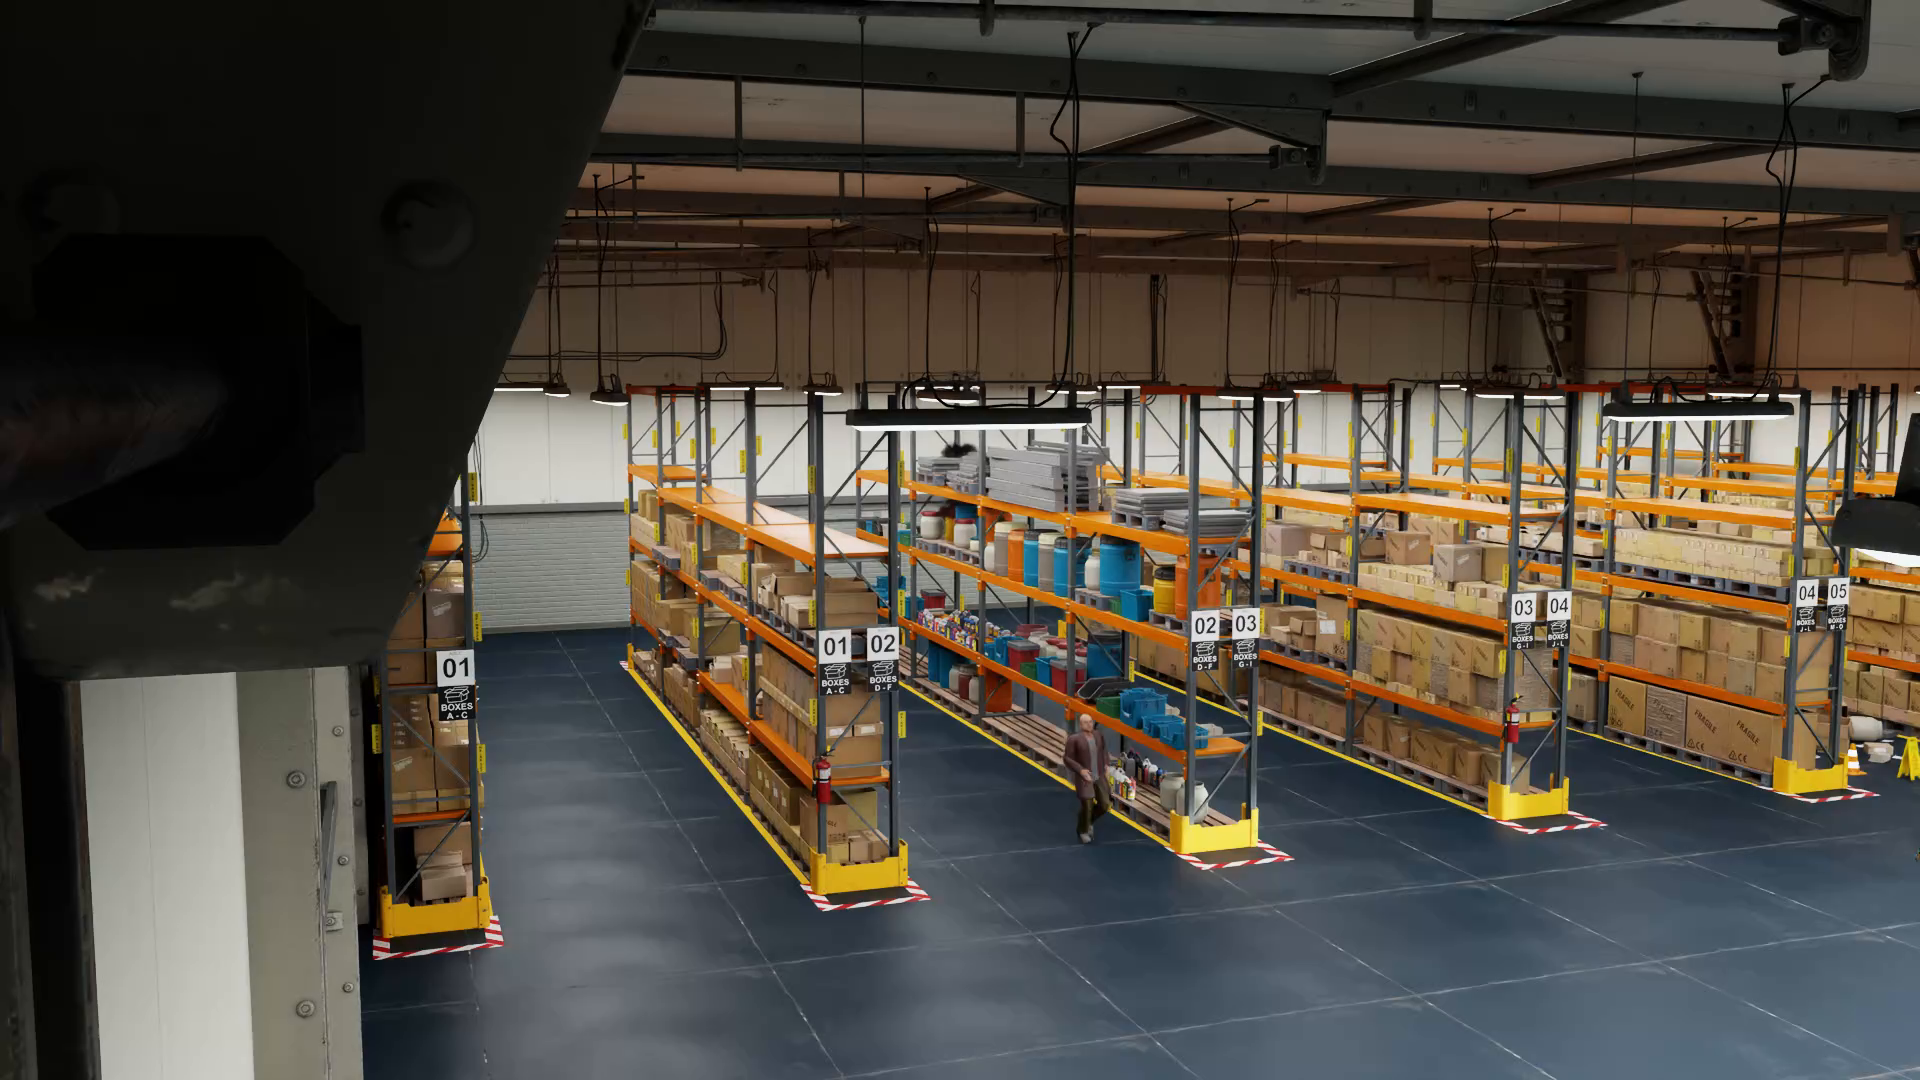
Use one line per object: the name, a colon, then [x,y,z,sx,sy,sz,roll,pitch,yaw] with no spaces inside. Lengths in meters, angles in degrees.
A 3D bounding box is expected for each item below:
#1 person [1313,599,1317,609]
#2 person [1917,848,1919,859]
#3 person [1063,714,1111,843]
person: [8.882,1.368,40.812,0.527,1.568,0.552,3,7,30]
person: [12.635,3.265,21.146,0.735,1.750,0.647,2,6,22]
person: [1.734,3.186,22.172,0.721,1.729,0.578,-3,7,-25]
